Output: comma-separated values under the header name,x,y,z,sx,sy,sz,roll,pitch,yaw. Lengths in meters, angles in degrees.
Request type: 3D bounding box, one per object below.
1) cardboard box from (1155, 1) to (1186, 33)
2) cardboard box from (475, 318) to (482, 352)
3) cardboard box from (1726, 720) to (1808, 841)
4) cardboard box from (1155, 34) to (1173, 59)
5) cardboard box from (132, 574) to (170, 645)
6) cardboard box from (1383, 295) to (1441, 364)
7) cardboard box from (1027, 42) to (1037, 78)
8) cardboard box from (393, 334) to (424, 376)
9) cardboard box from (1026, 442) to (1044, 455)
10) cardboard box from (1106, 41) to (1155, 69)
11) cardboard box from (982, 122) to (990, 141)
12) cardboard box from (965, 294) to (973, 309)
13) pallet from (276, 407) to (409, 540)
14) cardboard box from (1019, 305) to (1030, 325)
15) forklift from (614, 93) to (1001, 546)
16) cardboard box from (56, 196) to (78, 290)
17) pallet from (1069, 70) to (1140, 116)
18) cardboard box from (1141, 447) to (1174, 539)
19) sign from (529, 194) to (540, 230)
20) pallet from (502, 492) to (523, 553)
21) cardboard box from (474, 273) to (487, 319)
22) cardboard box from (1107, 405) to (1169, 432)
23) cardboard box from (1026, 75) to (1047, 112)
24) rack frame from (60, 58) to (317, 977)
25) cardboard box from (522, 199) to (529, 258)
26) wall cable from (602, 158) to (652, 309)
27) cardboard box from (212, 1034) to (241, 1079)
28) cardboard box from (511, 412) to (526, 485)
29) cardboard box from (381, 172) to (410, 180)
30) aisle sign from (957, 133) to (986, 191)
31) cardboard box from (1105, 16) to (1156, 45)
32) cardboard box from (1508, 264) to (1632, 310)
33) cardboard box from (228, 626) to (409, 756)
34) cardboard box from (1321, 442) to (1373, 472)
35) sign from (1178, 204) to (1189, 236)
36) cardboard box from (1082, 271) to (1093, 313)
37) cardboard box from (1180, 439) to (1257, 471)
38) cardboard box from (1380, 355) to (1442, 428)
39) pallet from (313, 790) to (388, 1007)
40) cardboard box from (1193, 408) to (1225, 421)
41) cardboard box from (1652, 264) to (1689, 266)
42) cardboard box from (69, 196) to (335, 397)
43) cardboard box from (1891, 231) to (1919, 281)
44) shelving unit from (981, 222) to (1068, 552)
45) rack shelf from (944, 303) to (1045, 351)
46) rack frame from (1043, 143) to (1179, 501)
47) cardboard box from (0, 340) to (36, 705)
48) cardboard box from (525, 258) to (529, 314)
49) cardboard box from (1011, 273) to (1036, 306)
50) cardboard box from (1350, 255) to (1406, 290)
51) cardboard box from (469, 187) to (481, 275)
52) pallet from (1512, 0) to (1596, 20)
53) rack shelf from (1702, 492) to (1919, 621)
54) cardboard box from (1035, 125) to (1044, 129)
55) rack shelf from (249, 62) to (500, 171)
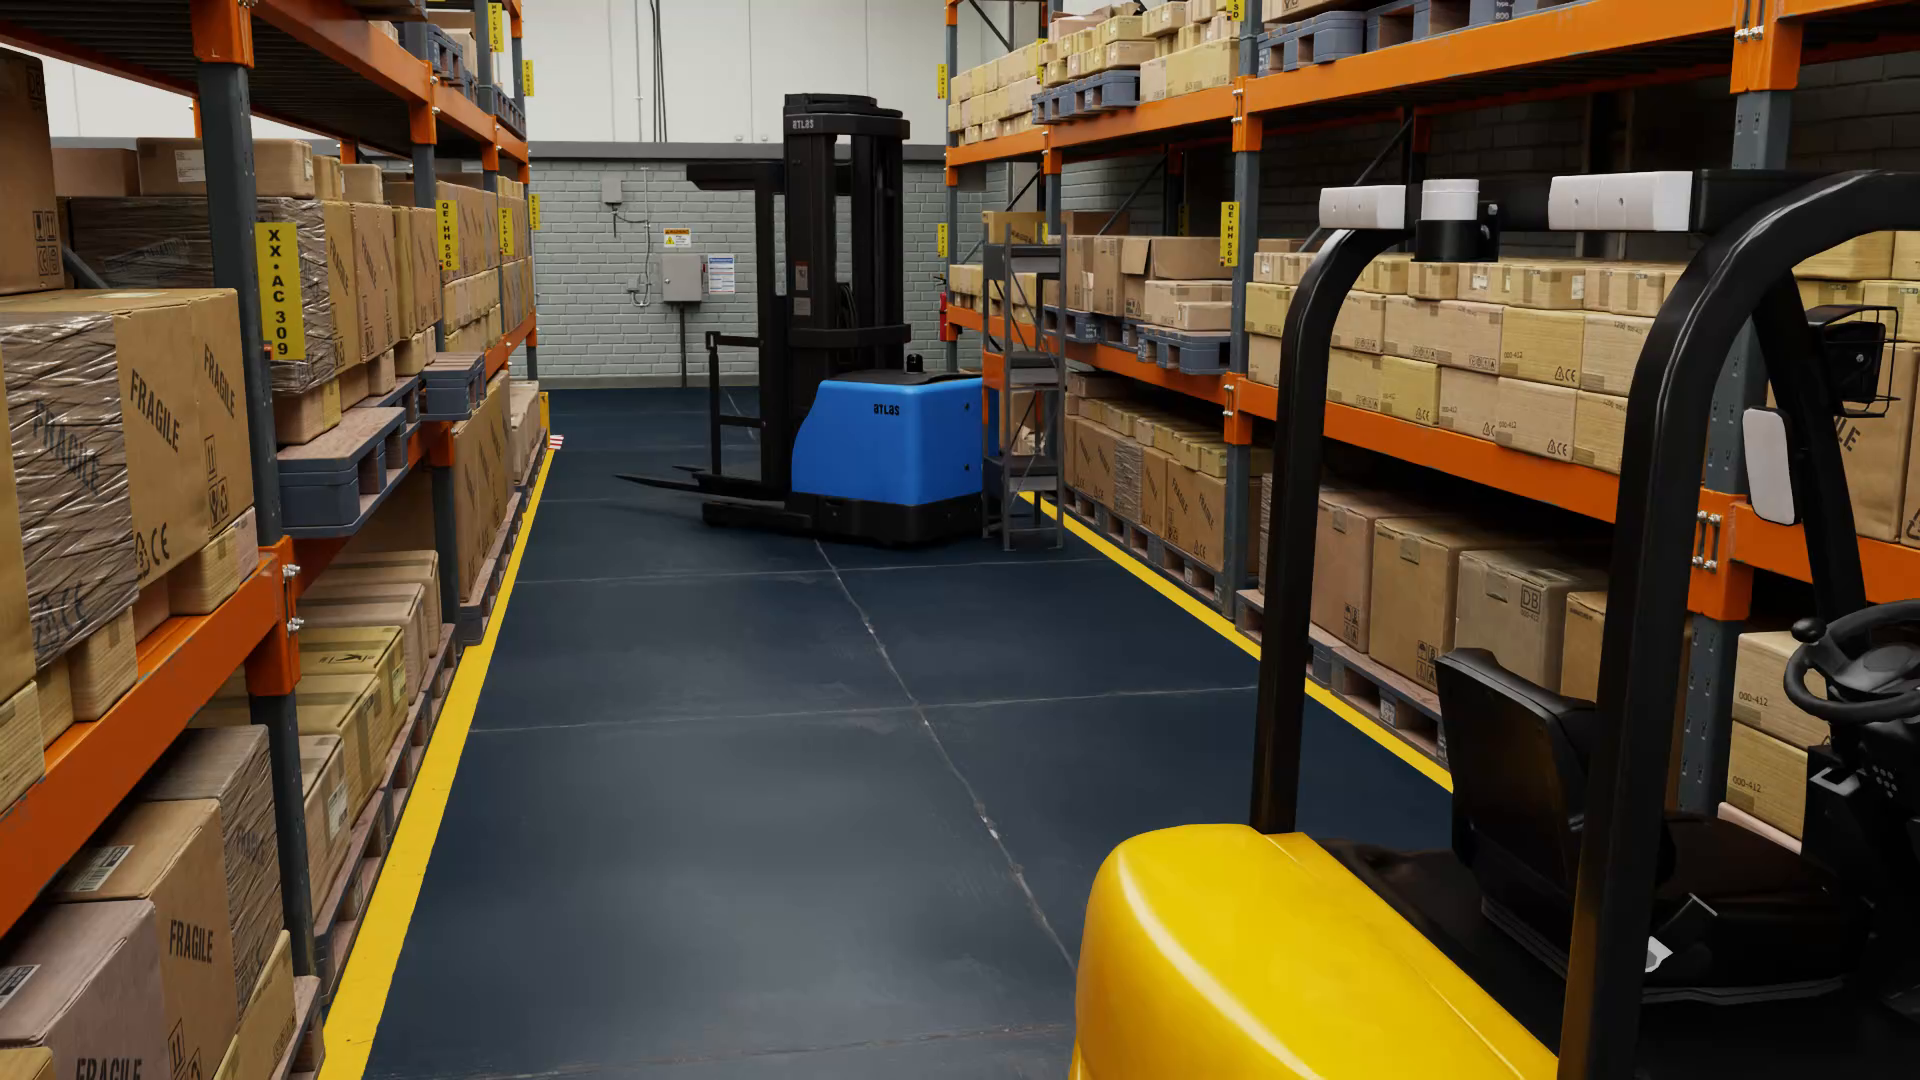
name,x,y,z,sx,sy,sz,roll,pitch,yaw
cardboard box,1.364,-3.052,9.725,0.380,0.149,0.250,-2,11,-12
cardboard box,-3.108,-1.190,9.828,0.500,0.250,0.500,-2,11,-11
cardboard box,2.491,0.667,4.565,0.500,0.250,0.500,-2,11,-11
cardboard box,1.392,-2.955,10.010,0.380,0.149,0.250,-2,11,-9
cardboard box,-1.778,0.117,3.234,0.380,0.149,0.250,-2,11,-11
cardboard box,2.073,-0.866,6.789,0.500,0.250,0.500,-2,11,-10
cardboard box,0.809,-3.675,12.727,0.500,0.250,0.500,-2,11,-11
cardboard box,-2.328,-0.728,6.550,0.380,0.149,0.250,-2,11,-10
cardboard box,0.747,-0.697,13.336,0.380,0.149,0.250,-2,11,-13
cardboard box,1.136,-3.055,10.482,0.380,0.149,0.250,-2,11,-10
cardboard box,0.402,-3.532,14.378,0.380,0.149,0.250,-2,11,-11
cardboard box,0.255,-2.294,15.901,0.380,0.149,0.250,-2,11,-10
pallet,-2.175,-0.202,4.749,1.003,0.211,1.213,-2,11,-11
cardboard box,0.688,-1.819,13.403,0.380,0.149,0.250,-2,11,-10
forklift,-1.204,-1.593,11.726,3.031,2.935,1.130,8,13,35
cardboard box,-2.484,-0.629,4.292,0.500,0.500,0.500,-2,11,-12
pallet,1.406,-2.868,10.725,1.213,0.211,1.003,-2,11,-11
cardboard box,1.437,-0.302,10.323,0.500,0.500,0.500,-2,11,-9
sign,-3.968,-3.054,15.490,0.100,0.325,0.005,-2,11,-11
pallet,-3.501,-0.110,11.208,1.003,0.211,1.213,-2,11,-11
cardboard box,-3.073,-1.439,9.797,0.500,0.250,0.500,-2,11,-10
cardboard box,1.222,-0.829,11.359,0.380,0.149,0.250,-2,11,-11
cardboard box,0.804,-3.425,12.751,0.500,0.250,0.500,-2,11,-11
rack frame,-2.169,-0.151,3.967,1.000,3.000,0.127,-2,11,-11
cardboard box,-4.045,-2.718,14.511,0.500,0.500,0.500,-2,11,-11
wall cable,-4.233,-3.938,21.147,0.588,1.984,0.122,-2,11,-11
cardboard box,-1.677,1.189,3.156,0.500,0.250,0.500,-2,11,-13
cardboard box,-3.741,-0.685,12.502,0.875,0.438,0.875,-2,11,-12
cardboard box,-4.097,-2.522,11.749,0.380,0.149,0.250,-2,11,-12
aisle sign,0.064,-3.812,16.249,0.394,0.787,0.004,-2,11,-11
cardboard box,1.129,-3.200,10.450,0.380,0.149,0.250,-2,11,-11
cardboard box,2.170,-0.891,5.855,0.380,0.149,0.250,-2,11,-13
cardboard box,-2.553,0.578,6.040,0.950,0.372,0.625,-2,11,-9
cardboard box,2.126,-0.470,9.470,0.380,0.149,0.250,-2,11,-8
sign,1.687,-2.389,12.629,0.100,0.325,0.005,-2,11,-11
cardboard box,1.037,-1.671,11.189,0.396,0.266,0.258,-2,11,-8
cardboard box,1.494,-0.493,9.592,0.380,0.149,0.250,-3,11,-14
cardboard box,2.067,-0.620,6.833,0.500,0.250,0.500,-2,11,-9
pallet,-2.321,1.076,4.978,1.003,0.211,1.213,-2,11,-11
cardboard box,1.792,-0.804,11.223,0.380,0.149,0.250,-2,11,-10
cardboard box,2.723,-0.915,5.980,0.380,0.149,0.250,-2,11,-12
cardboard box,-1.978,-0.649,4.397,0.500,0.500,0.500,-2,11,-10
cardboard box,2.627,-0.733,4.226,0.380,0.149,0.250,-2,11,-10
shelving unit,0.413,-1.007,10.871,0.431,2.100,0.503,-3,11,-15
rack shelf,0.755,-1.813,14.623,1.077,0.370,4.000,-2,11,-11
rack frame,1.144,-1.799,12.628,1.000,3.000,0.127,-2,11,-11
cardboard box,-1.522,0.009,2.063,0.500,0.500,0.500,-2,11,-12
cardboard box,-4.066,-2.230,14.620,0.500,0.500,0.500,-2,11,-12
cardboard box,0.693,-2.048,13.538,0.500,0.250,0.500,-2,11,-11
cardboard box,1.886,-1.222,7.591,0.380,0.149,0.250,-2,11,-10
cardboard box,-3.089,-1.803,9.705,0.500,0.500,0.500,-2,11,-10
pallet,2.515,-1.873,5.504,0.805,0.209,1.217,-3,11,-13
rack shelf,3.089,0.388,3.059,1.077,0.370,4.000,-2,11,-11
cardboard box,0.784,-3.205,12.661,0.380,0.149,0.250,-2,11,-11
rack shelf,-3.336,-2.372,9.536,1.077,0.370,4.000,-2,11,-11
